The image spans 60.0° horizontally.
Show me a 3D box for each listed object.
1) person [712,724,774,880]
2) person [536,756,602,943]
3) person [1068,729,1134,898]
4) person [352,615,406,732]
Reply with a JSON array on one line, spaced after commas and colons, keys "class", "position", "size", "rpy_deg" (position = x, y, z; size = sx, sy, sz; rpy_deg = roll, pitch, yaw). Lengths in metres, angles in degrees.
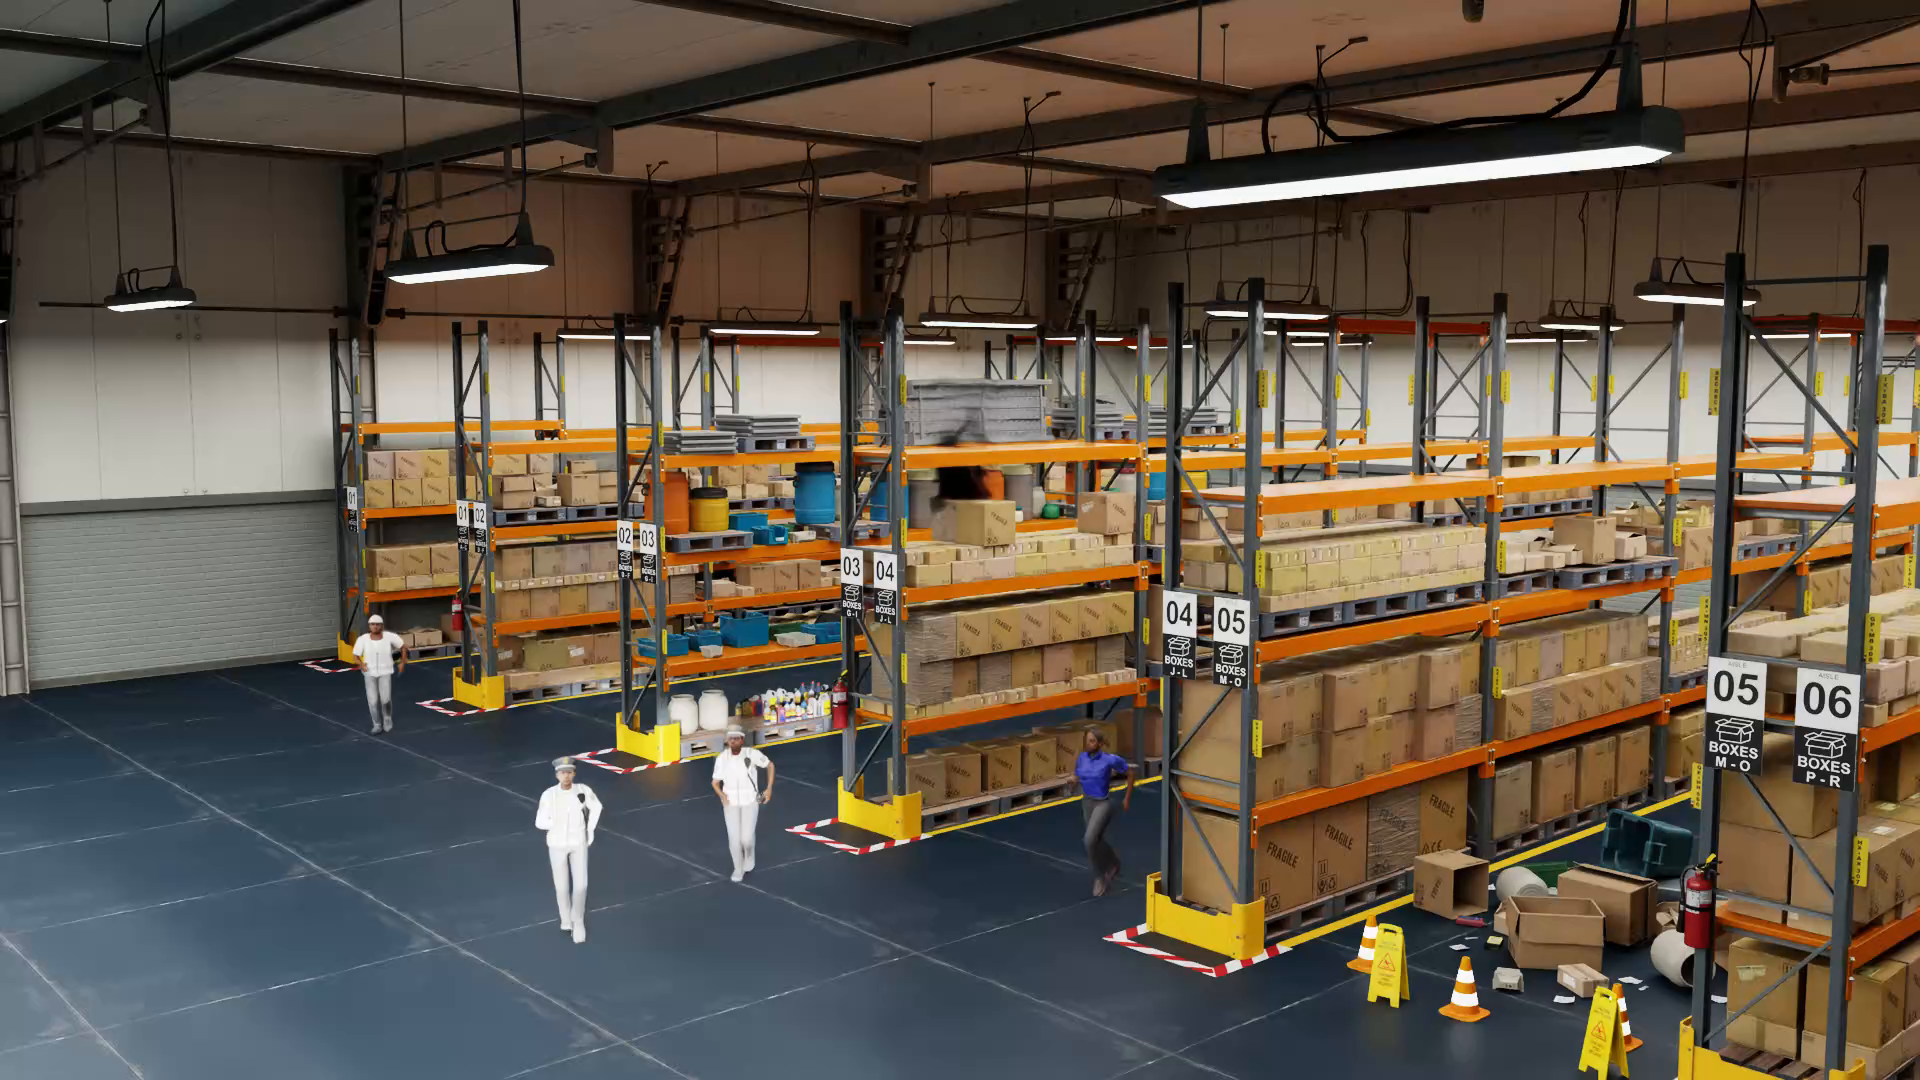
[{"class": "person", "position": [-2.213, 2.675, 16.871], "size": [0.601, 1.657, 0.701], "rpy_deg": [0, 6, 3]}, {"class": "person", "position": [-3.573, 2.829, 15.223], "size": [0.592, 1.728, 0.659], "rpy_deg": [-1, 6, -12]}, {"class": "person", "position": [1.404, 2.710, 16.720], "size": [0.594, 1.665, 0.795], "rpy_deg": [5, 8, 44]}, {"class": "person", "position": [-8.344, 1.935, 23.907], "size": [0.732, 1.735, 0.620], "rpy_deg": [-2, 6, -16]}]
